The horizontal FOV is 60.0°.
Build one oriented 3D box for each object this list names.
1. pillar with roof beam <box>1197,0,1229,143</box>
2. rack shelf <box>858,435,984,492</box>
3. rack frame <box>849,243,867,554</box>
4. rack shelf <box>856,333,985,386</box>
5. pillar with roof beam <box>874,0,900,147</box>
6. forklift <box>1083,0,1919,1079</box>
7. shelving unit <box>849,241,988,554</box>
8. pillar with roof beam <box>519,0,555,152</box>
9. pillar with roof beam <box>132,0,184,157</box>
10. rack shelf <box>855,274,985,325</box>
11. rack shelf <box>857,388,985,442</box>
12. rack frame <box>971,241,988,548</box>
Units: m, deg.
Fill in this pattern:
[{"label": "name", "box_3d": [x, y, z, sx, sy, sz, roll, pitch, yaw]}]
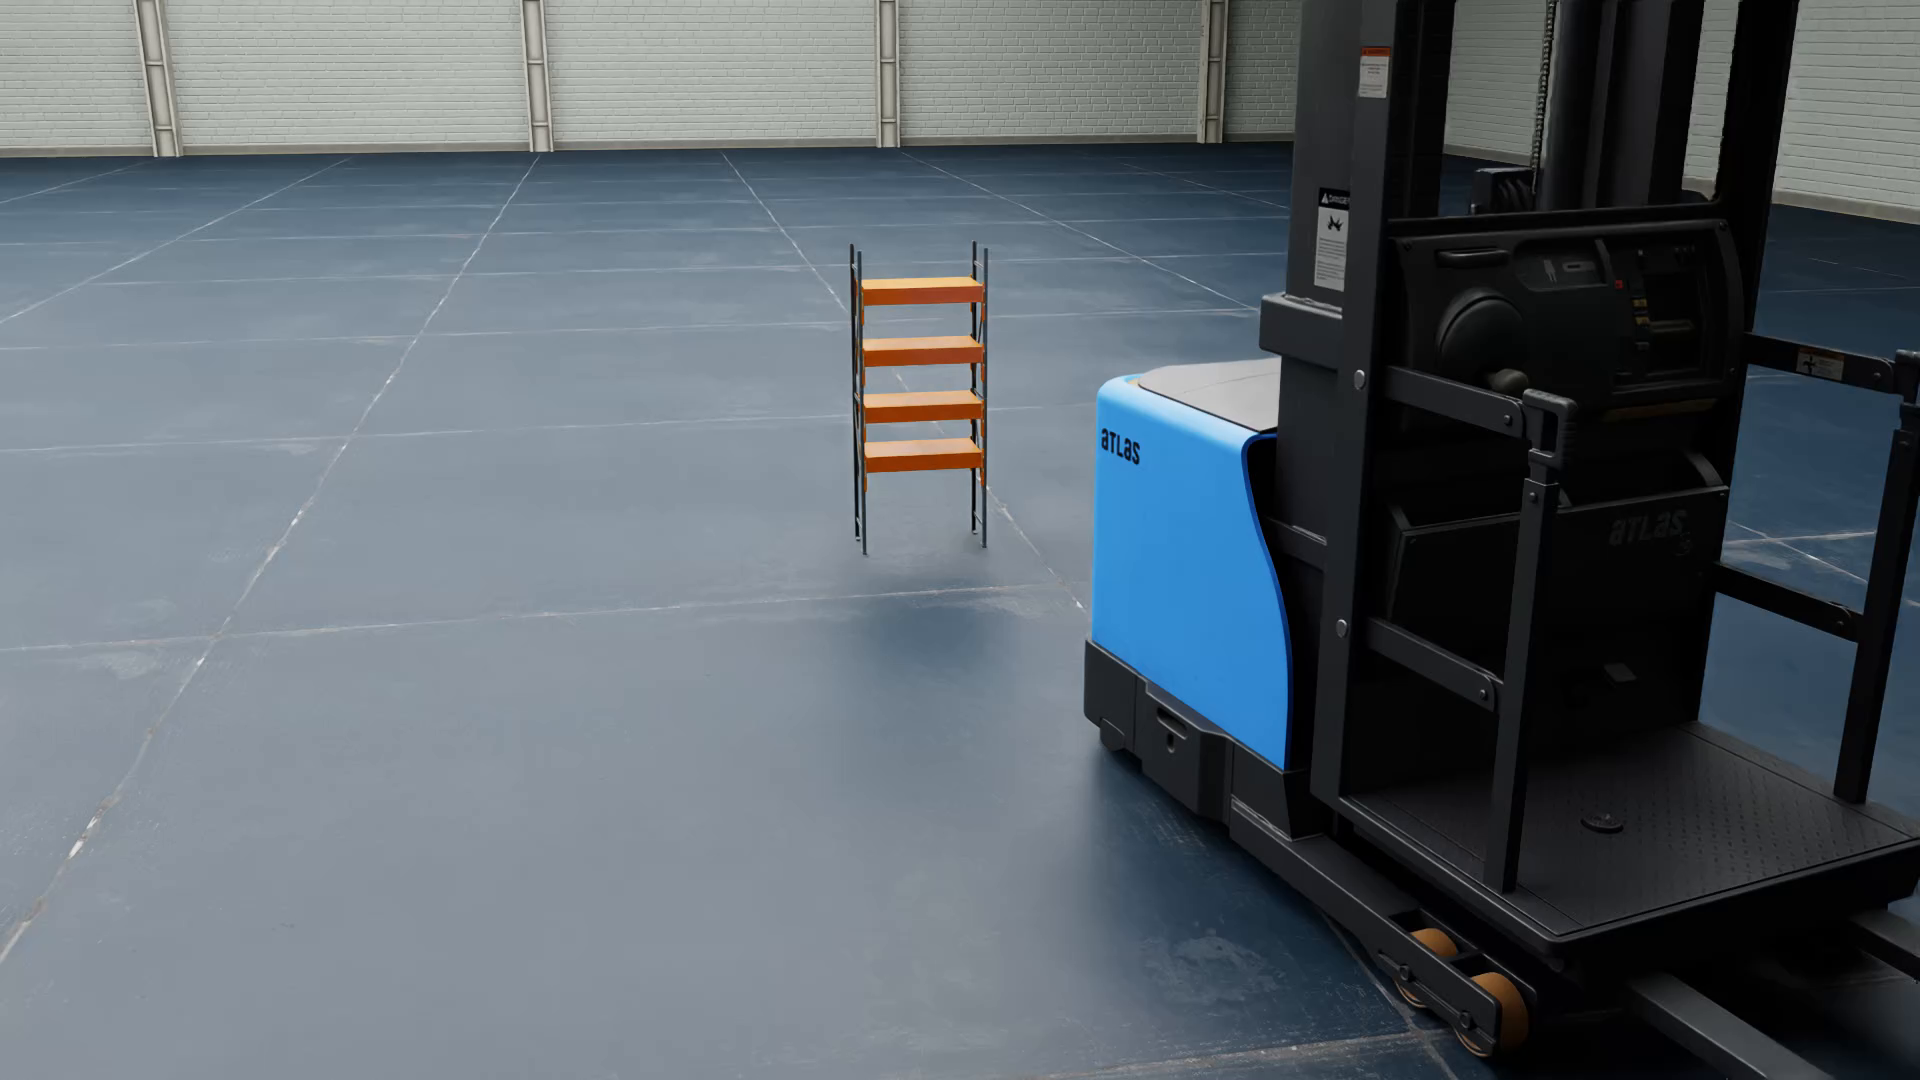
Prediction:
[{"label": "pillar with roof beam", "box_3d": [5.425, -10.408, 25.373, 0.400, 9.000, 9.100, -3, 17, -10]}, {"label": "rack shelf", "box_3d": [-0.163, -0.310, 6.684, 0.480, 0.148, 0.258, -3, 17, -10]}, {"label": "rack frame", "box_3d": [-0.402, -0.551, 6.561, 0.015, 1.200, 0.240, -3, 17, -10]}, {"label": "rack shelf", "box_3d": [-0.163, -0.714, 6.560, 0.480, 0.148, 0.258, -3, 17, -10]}, {"label": "pillar with roof beam", "box_3d": [-0.466, -10.074, 24.285, 0.400, 9.000, 9.100, -3, 17, -10]}, {"label": "forklift", "box_3d": [1.422, -0.493, 3.423, 1.130, 2.935, 3.031, -7, 19, -23]}, {"label": "shelving unit", "box_3d": [-0.163, -0.564, 6.606, 0.503, 1.200, 0.258, -3, 17, -10]}, {"label": "pillar with roof beam", "box_3d": [-6.357, -9.740, 23.196, 0.400, 9.000, 9.100, -3, 17, -10]}, {"label": "pillar with roof beam", "box_3d": [-12.248, -9.406, 22.108, 0.400, 9.000, 9.100, -3, 17, -10]}, {"label": "rack shelf", "box_3d": [-0.163, -0.940, 6.490, 0.480, 0.148, 0.258, -3, 17, -10]}, {"label": "rack shelf", "box_3d": [-0.163, -0.500, 6.625, 0.480, 0.148, 0.258, -3, 17, -10]}, {"label": "rack frame", "box_3d": [0.077, -0.578, 6.650, 0.015, 1.200, 0.240, -3, 17, -10]}]
